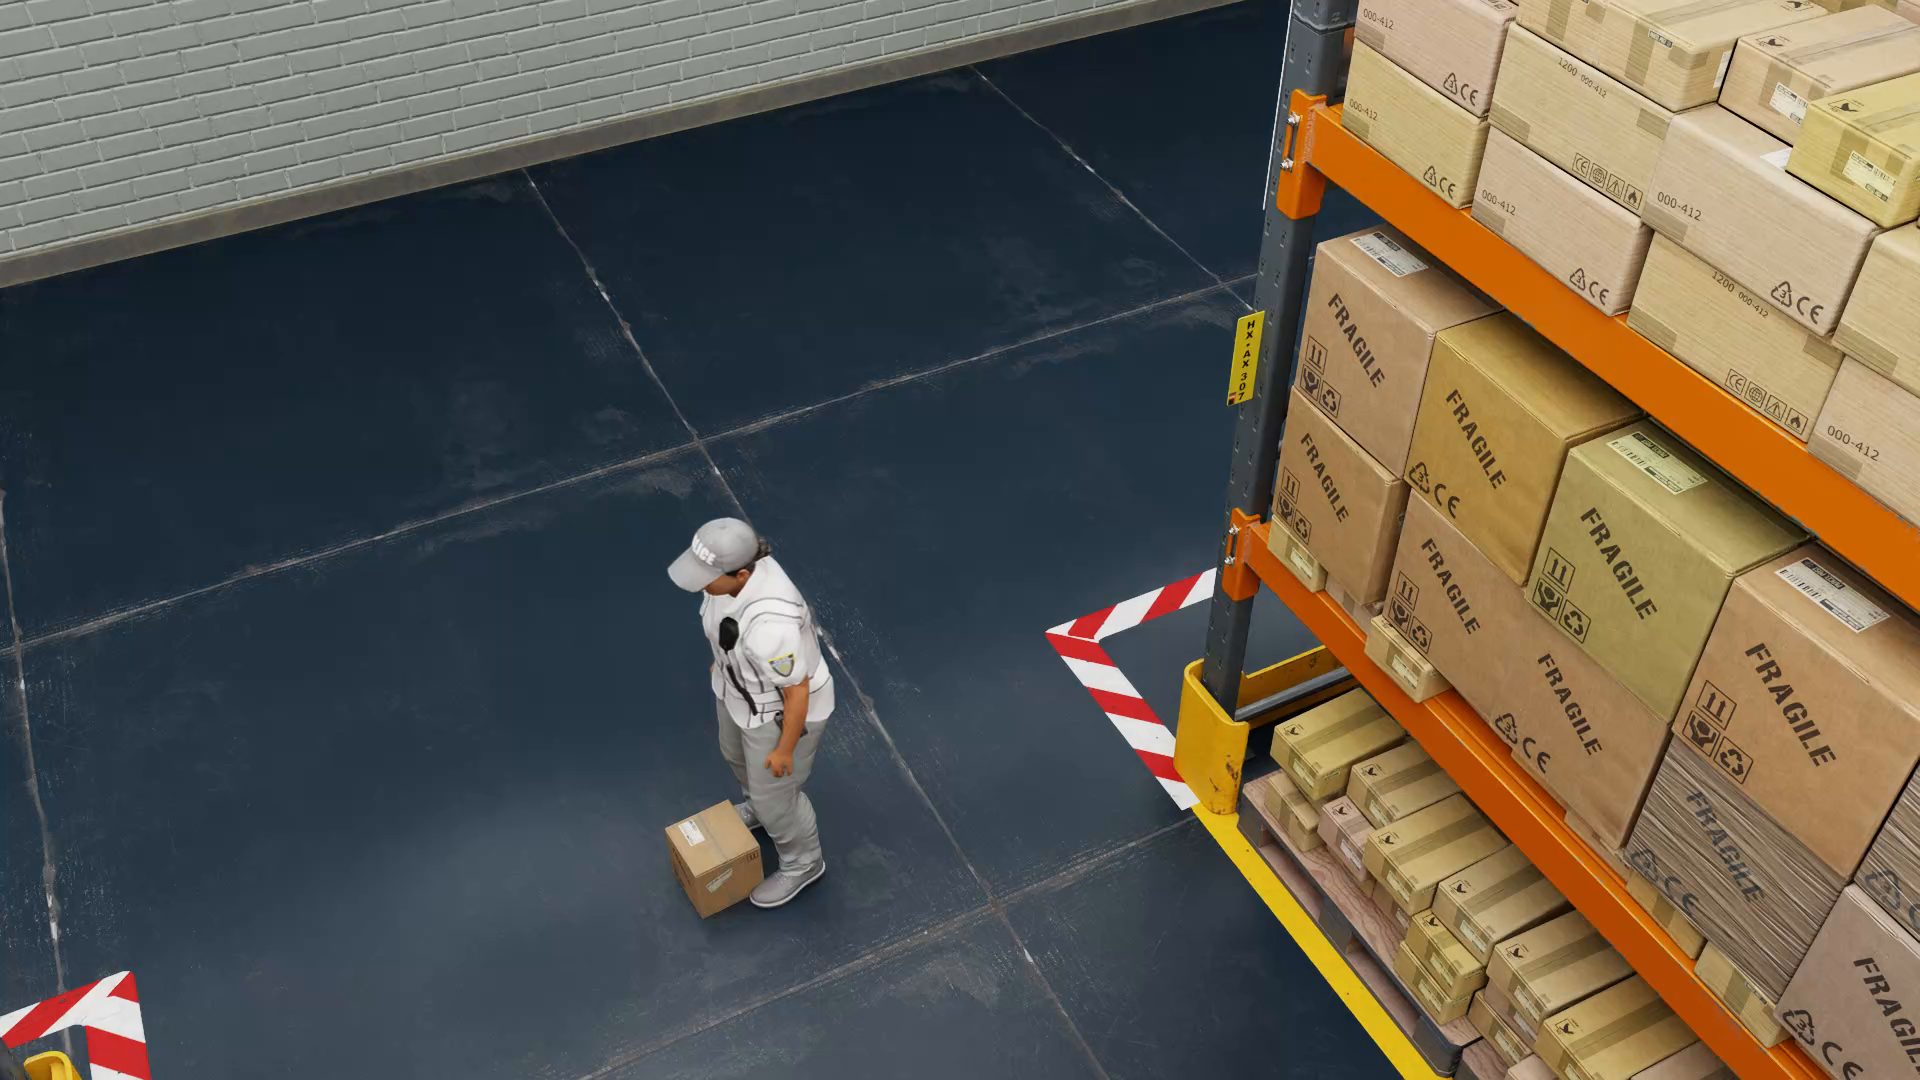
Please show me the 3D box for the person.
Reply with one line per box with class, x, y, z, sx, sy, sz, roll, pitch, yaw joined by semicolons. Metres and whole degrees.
person;-0.680;0.542;5.541;0.465;1.667;0.559;-21;45;-22
